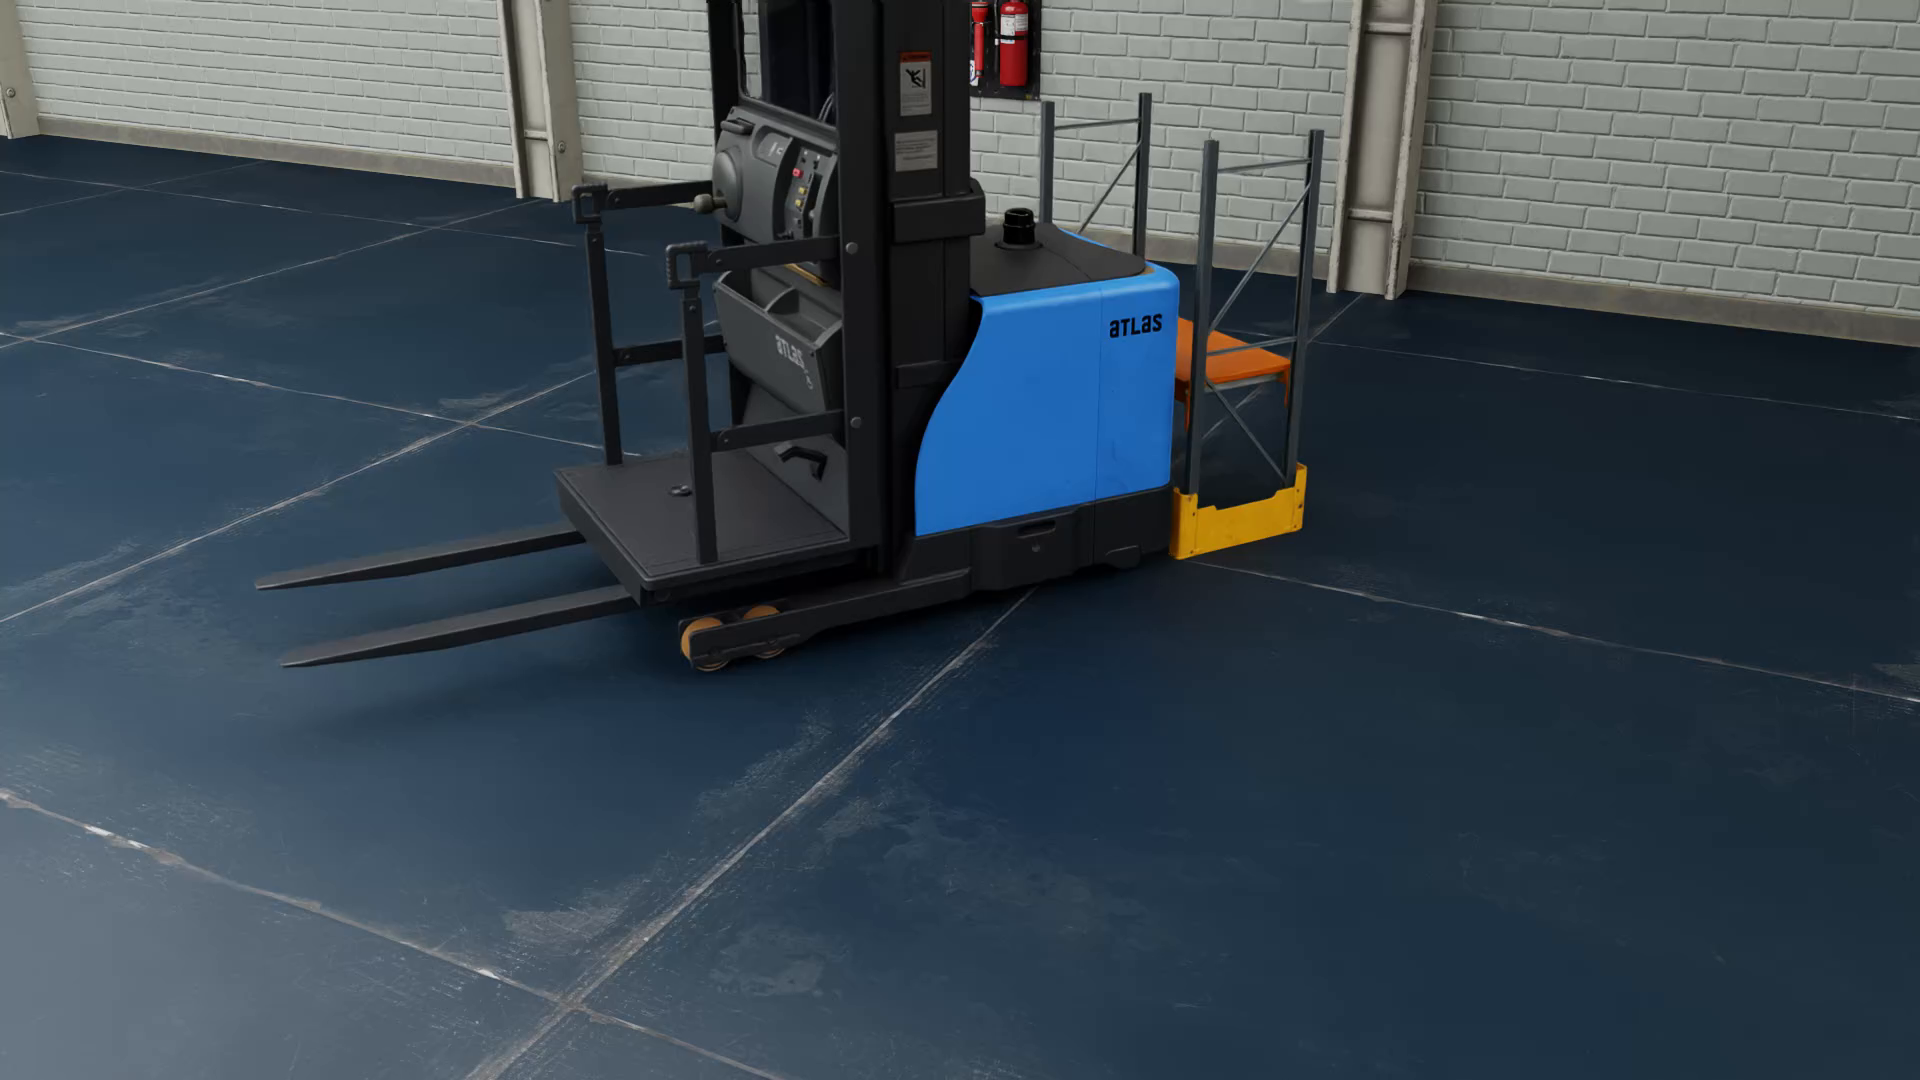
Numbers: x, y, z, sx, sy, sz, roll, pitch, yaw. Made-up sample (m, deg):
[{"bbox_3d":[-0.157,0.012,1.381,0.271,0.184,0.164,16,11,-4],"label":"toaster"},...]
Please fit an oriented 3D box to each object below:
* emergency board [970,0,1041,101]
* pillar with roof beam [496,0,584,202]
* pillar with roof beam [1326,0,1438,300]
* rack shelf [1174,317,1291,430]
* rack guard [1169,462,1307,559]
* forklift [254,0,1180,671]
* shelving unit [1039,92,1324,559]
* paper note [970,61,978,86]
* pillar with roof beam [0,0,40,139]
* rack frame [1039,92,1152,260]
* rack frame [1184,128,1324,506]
[{"bbox_3d":[0.177,-3.285,10.142,0.643,1.169,0.194,11,25,25],"label":"emergency board"},{"bbox_3d":[-4.932,-5.152,6.866,0.400,9.000,9.100,11,25,25],"label":"pillar with roof beam"},{"bbox_3d":[0.423,-4.092,4.375,0.400,9.000,9.100,11,25,25],"label":"pillar with roof beam"},{"bbox_3d":[0.787,-0.696,6.429,0.538,0.185,1.000,-13,26,-27],"label":"rack shelf"},{"bbox_3d":[1.038,-0.114,6.198,0.587,0.250,0.087,-13,26,-27],"label":"rack guard"},{"bbox_3d":[-0.781,-1.169,5.253,3.031,2.935,1.130,-12,26,-25],"label":"forklift"},{"bbox_3d":[0.791,-0.858,6.352,0.587,1.500,1.083,-13,26,-27],"label":"shelving unit"},{"bbox_3d":[0.050,-2.935,10.444,0.142,0.148,0.016,11,25,25],"label":"paper note"},{"bbox_3d":[-10.286,-6.211,9.357,0.400,9.000,9.100,11,25,25],"label":"pillar with roof beam"},{"bbox_3d":[0.535,-1.034,6.765,0.500,1.500,0.032,-13,26,-27],"label":"rack frame"},{"bbox_3d":[1.039,-0.689,5.953,0.500,1.500,0.032,-13,26,-27],"label":"rack frame"}]
